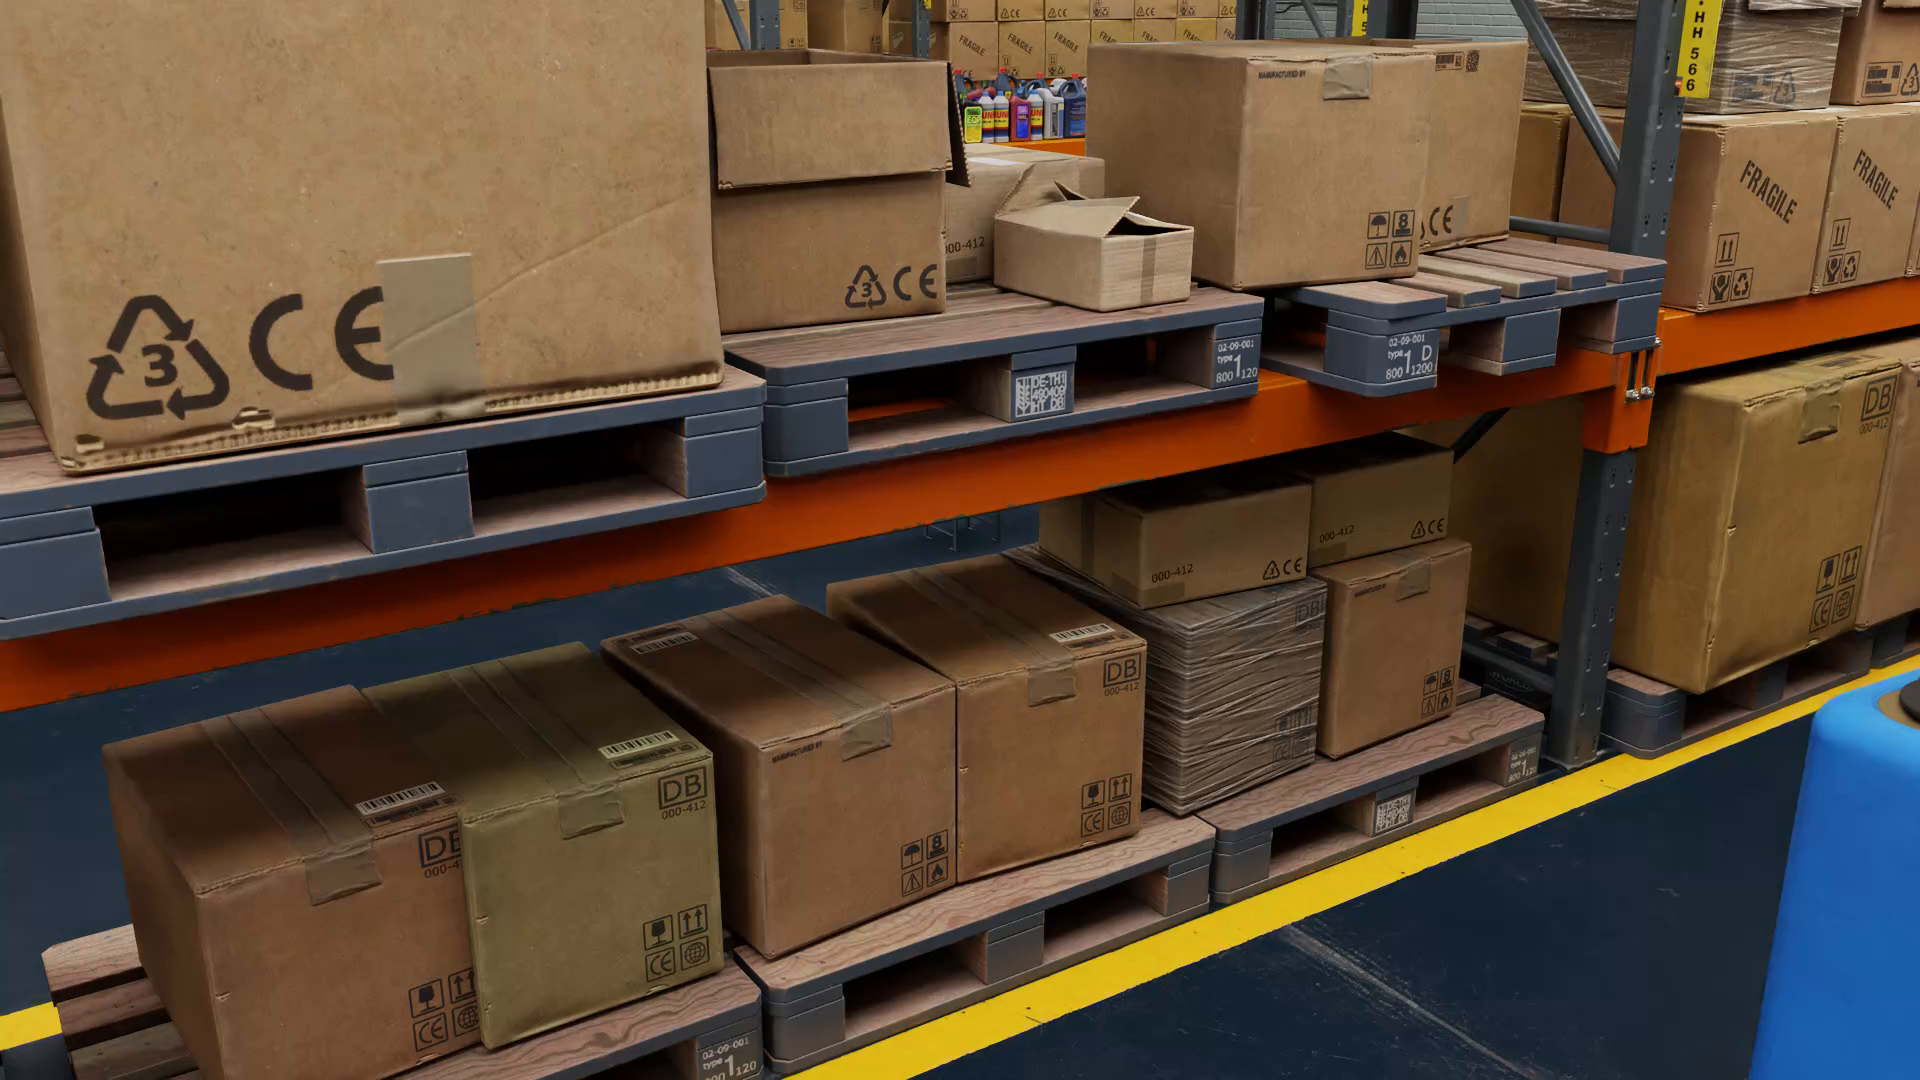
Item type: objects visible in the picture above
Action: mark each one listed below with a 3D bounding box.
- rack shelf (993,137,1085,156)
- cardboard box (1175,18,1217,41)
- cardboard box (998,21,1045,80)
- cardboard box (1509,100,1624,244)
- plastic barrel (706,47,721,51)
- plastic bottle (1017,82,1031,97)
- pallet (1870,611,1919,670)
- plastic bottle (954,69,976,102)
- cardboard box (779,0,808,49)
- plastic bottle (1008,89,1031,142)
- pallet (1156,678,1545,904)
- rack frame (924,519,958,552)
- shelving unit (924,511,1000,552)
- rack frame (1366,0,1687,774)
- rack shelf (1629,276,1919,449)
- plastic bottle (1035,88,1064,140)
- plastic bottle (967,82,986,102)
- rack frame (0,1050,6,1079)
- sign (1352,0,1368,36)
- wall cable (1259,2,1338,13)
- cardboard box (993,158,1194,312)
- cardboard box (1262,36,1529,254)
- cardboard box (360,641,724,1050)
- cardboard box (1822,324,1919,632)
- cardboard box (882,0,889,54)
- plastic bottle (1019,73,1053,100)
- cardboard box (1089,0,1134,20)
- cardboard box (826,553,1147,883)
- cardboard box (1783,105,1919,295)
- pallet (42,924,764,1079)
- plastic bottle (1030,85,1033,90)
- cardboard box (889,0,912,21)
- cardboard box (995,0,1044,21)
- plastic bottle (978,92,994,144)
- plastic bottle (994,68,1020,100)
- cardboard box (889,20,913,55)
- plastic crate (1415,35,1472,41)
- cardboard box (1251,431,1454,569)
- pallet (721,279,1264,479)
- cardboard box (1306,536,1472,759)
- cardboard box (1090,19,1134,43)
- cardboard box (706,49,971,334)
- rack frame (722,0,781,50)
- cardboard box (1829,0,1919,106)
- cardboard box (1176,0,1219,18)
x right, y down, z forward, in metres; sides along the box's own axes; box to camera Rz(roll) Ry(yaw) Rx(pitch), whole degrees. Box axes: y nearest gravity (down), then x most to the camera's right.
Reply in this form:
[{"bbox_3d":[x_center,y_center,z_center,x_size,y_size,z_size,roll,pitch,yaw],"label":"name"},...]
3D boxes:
[{"bbox_3d":[0.468,-2.232,9.788,4.000,0.370,1.077,-12,22,-31],"label":"rack shelf"},{"bbox_3d":[2.102,-4.759,15.982,0.500,0.500,0.500,-12,22,-31],"label":"cardboard box"},{"bbox_3d":[0.419,-4.406,14.939,0.500,0.500,0.500,-11,22,-30],"label":"cardboard box"},{"bbox_3d":[1.798,-1.097,5.149,0.500,0.500,0.500,-11,22,-30],"label":"cardboard box"},{"bbox_3d":[-1.423,-2.122,8.127,0.708,0.536,0.600,-12,22,-31],"label":"plastic barrel"},{"bbox_3d":[0.380,-2.595,9.938,0.097,0.271,0.097,0,19,0],"label":"plastic bottle"},{"bbox_3d":[3.240,0.093,6.141,1.213,0.211,1.003,-12,22,-31],"label":"pallet"},{"bbox_3d":[0.011,-2.601,9.832,0.185,0.351,0.144,-12,22,-31],"label":"plastic bottle"},{"bbox_3d":[-1.641,-4.336,14.074,0.500,0.500,0.700,-8,20,-23],"label":"cardboard box"},{"bbox_3d":[0.327,-2.347,9.185,0.133,0.283,0.061,-12,22,-31],"label":"plastic bottle"},{"bbox_3d":[0.868,0.562,4.752,1.213,0.211,1.003,-12,22,-31],"label":"pallet"},{"bbox_3d":[-0.078,-0.410,6.552,0.006,0.900,0.240,-12,22,-31],"label":"rack frame"},{"bbox_3d":[0.007,-0.428,6.605,0.210,0.900,0.258,-12,22,-31],"label":"shelving unit"},{"bbox_3d":[1.522,-0.896,4.712,0.127,3.000,1.000,-12,22,-31],"label":"rack frame"},{"bbox_3d":[3.192,-0.907,5.869,4.000,0.370,1.077,-12,22,-31],"label":"rack shelf"},{"bbox_3d":[0.495,-2.396,9.342,0.135,0.276,0.152,-12,22,-31],"label":"plastic bottle"},{"bbox_3d":[0.089,-2.546,9.775,0.133,0.283,0.061,-12,22,-31],"label":"plastic bottle"},{"bbox_3d":[-1.819,-0.191,2.628,0.127,3.000,1.000,-12,22,-31],"label":"rack frame"},{"bbox_3d":[1.214,-1.592,4.964,0.005,0.325,0.100,-12,22,-31],"label":"sign"},{"bbox_3d":[4.951,-8.552,22.837,0.112,2.526,3.097,-12,22,-31],"label":"wall cable"},{"bbox_3d":[0.278,-0.665,3.583,0.258,0.266,0.396,-13,22,-33],"label":"cardboard box"},{"bbox_3d":[1.093,-1.037,4.315,0.500,0.500,0.500,-15,24,-38],"label":"cardboard box"},{"bbox_3d":[-0.885,0.603,3.494,0.500,0.500,0.700,-12,22,-32],"label":"cardboard box"},{"bbox_3d":[2.858,-0.359,5.786,0.875,0.875,1.225,-12,22,-31],"label":"cardboard box"},{"bbox_3d":[-0.991,-6.198,19.927,0.700,0.700,0.980,-12,22,-32],"label":"cardboard box"},{"bbox_3d":[0.435,-2.476,9.461,0.185,0.351,0.144,-12,22,-31],"label":"plastic bottle"},{"bbox_3d":[1.257,-5.052,15.288,0.500,0.500,0.500,-11,22,-30],"label":"cardboard box"},{"bbox_3d":[0.047,0.406,4.077,0.500,0.500,0.700,-10,21,-27],"label":"cardboard box"},{"bbox_3d":[2.507,-1.048,5.004,0.500,0.500,0.500,-13,22,-33],"label":"cardboard box"},{"bbox_3d":[-1.169,0.992,3.481,1.213,0.211,1.003,-12,22,-31],"label":"pallet"},{"bbox_3d":[0.464,-2.668,10.153,0.097,0.271,0.097,0,19,0],"label":"plastic bottle"},{"bbox_3d":[-0.303,-4.930,14.927,0.500,0.500,0.500,-12,22,-31],"label":"cardboard box"},{"bbox_3d":[0.396,-4.871,14.751,0.500,0.500,0.500,-13,22,-33],"label":"cardboard box"},{"bbox_3d":[0.139,-2.308,9.090,0.097,0.271,0.097,0,19,0],"label":"plastic bottle"},{"bbox_3d":[0.277,-2.657,9.998,0.185,0.351,0.144,-12,22,-31],"label":"plastic bottle"},{"bbox_3d":[-0.306,-4.455,15.083,0.500,0.500,0.500,-11,22,-31],"label":"cardboard box"},{"bbox_3d":[3.022,-3.074,10.961,0.583,0.464,0.402,-12,22,-31],"label":"plastic crate"},{"bbox_3d":[0.979,-0.149,4.549,0.500,0.250,0.500,-11,22,-29],"label":"cardboard box"},{"bbox_3d":[-0.109,-0.446,3.679,1.213,0.211,1.003,-12,22,-31],"label":"pallet"},{"bbox_3d":[0.973,0.203,4.677,0.500,0.500,0.700,-13,23,-34],"label":"cardboard box"},{"bbox_3d":[1.262,-4.584,15.464,0.500,0.500,0.500,-12,22,-32],"label":"cardboard box"},{"bbox_3d":[-0.422,-0.769,3.520,0.637,0.503,0.797,-9,21,-26],"label":"cardboard box"},{"bbox_3d":[-1.202,-2.221,8.630,0.127,3.000,1.000,-12,22,-31],"label":"rack frame"},{"bbox_3d":[2.687,-1.657,5.240,0.637,0.503,0.797,-11,22,-30],"label":"cardboard box"},{"bbox_3d":[2.116,-5.235,15.830,0.500,0.500,0.500,-11,22,-30],"label":"cardboard box"}]
